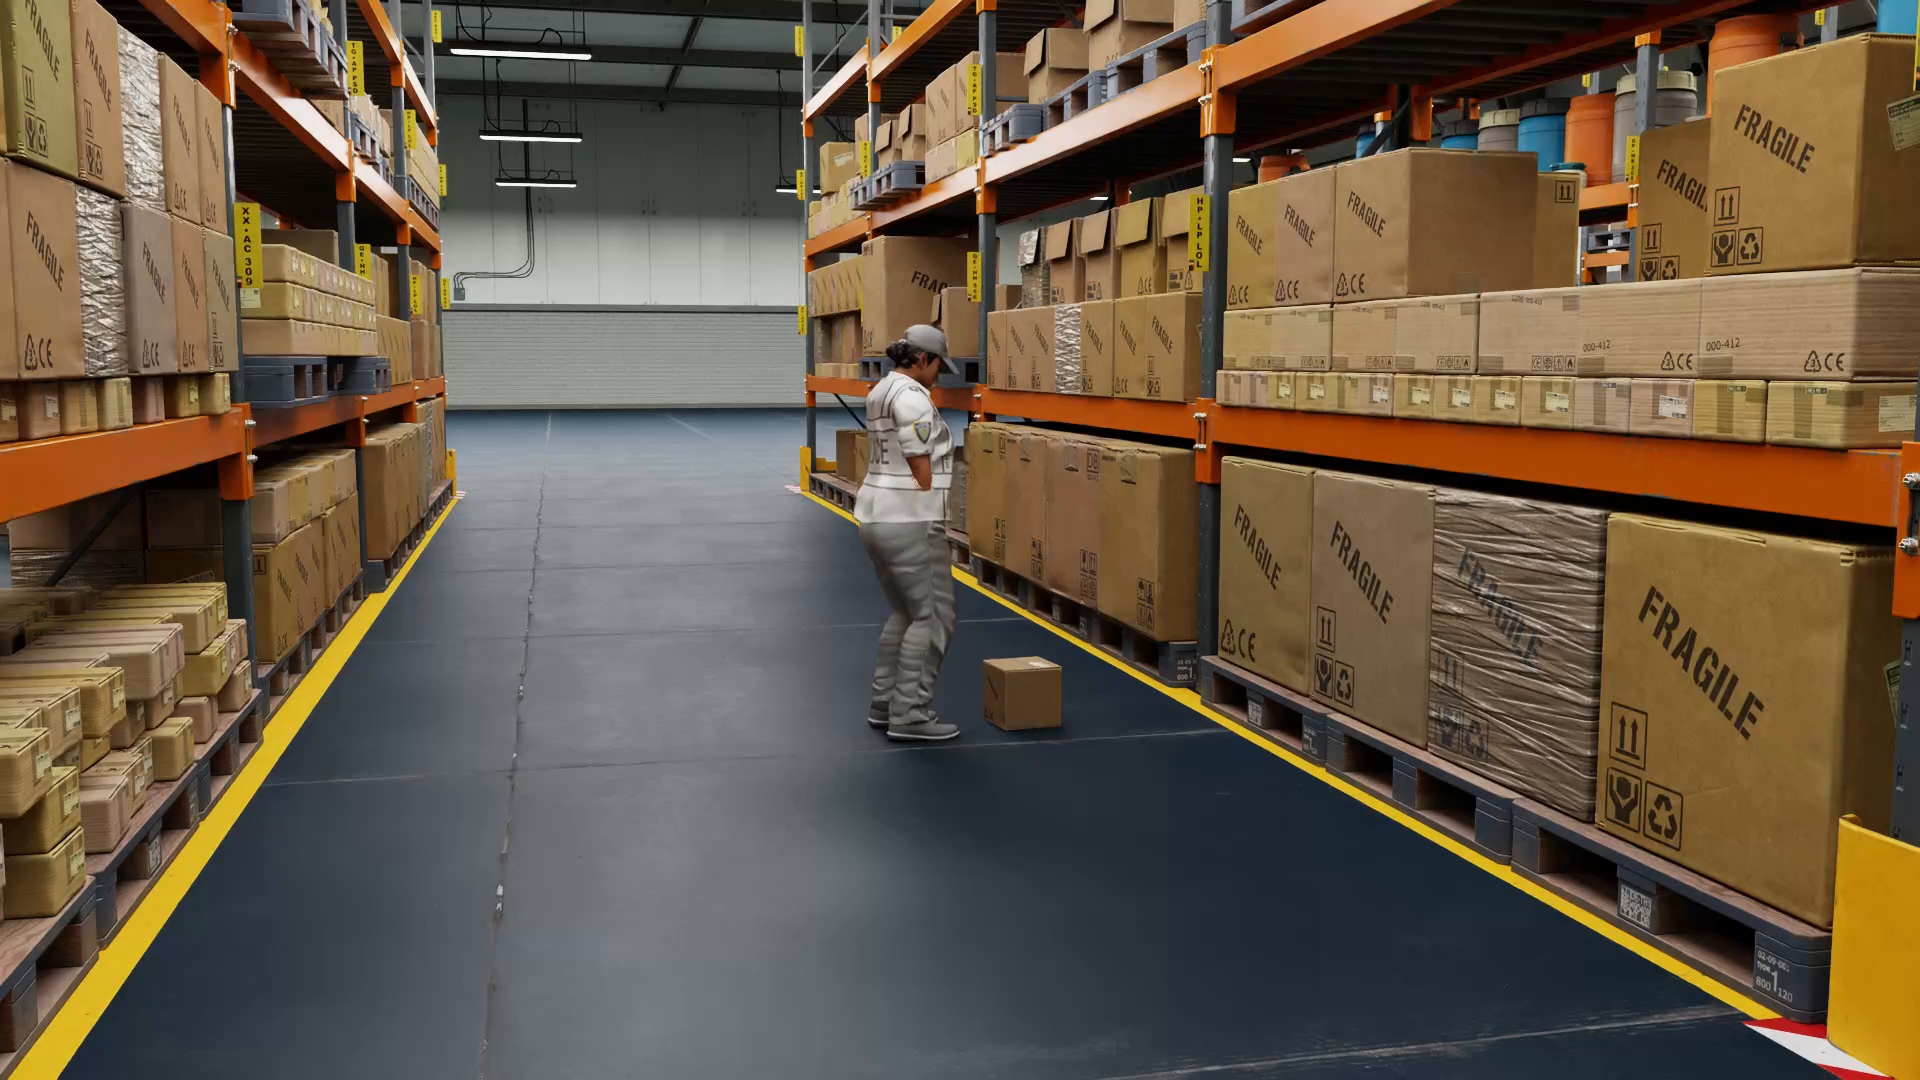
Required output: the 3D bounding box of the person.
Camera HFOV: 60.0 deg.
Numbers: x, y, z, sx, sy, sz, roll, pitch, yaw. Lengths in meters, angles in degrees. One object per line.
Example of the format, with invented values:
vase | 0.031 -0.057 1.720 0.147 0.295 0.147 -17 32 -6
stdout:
person | -0.199 -0.037 6.666 0.422 1.643 0.481 -2 7 -19
